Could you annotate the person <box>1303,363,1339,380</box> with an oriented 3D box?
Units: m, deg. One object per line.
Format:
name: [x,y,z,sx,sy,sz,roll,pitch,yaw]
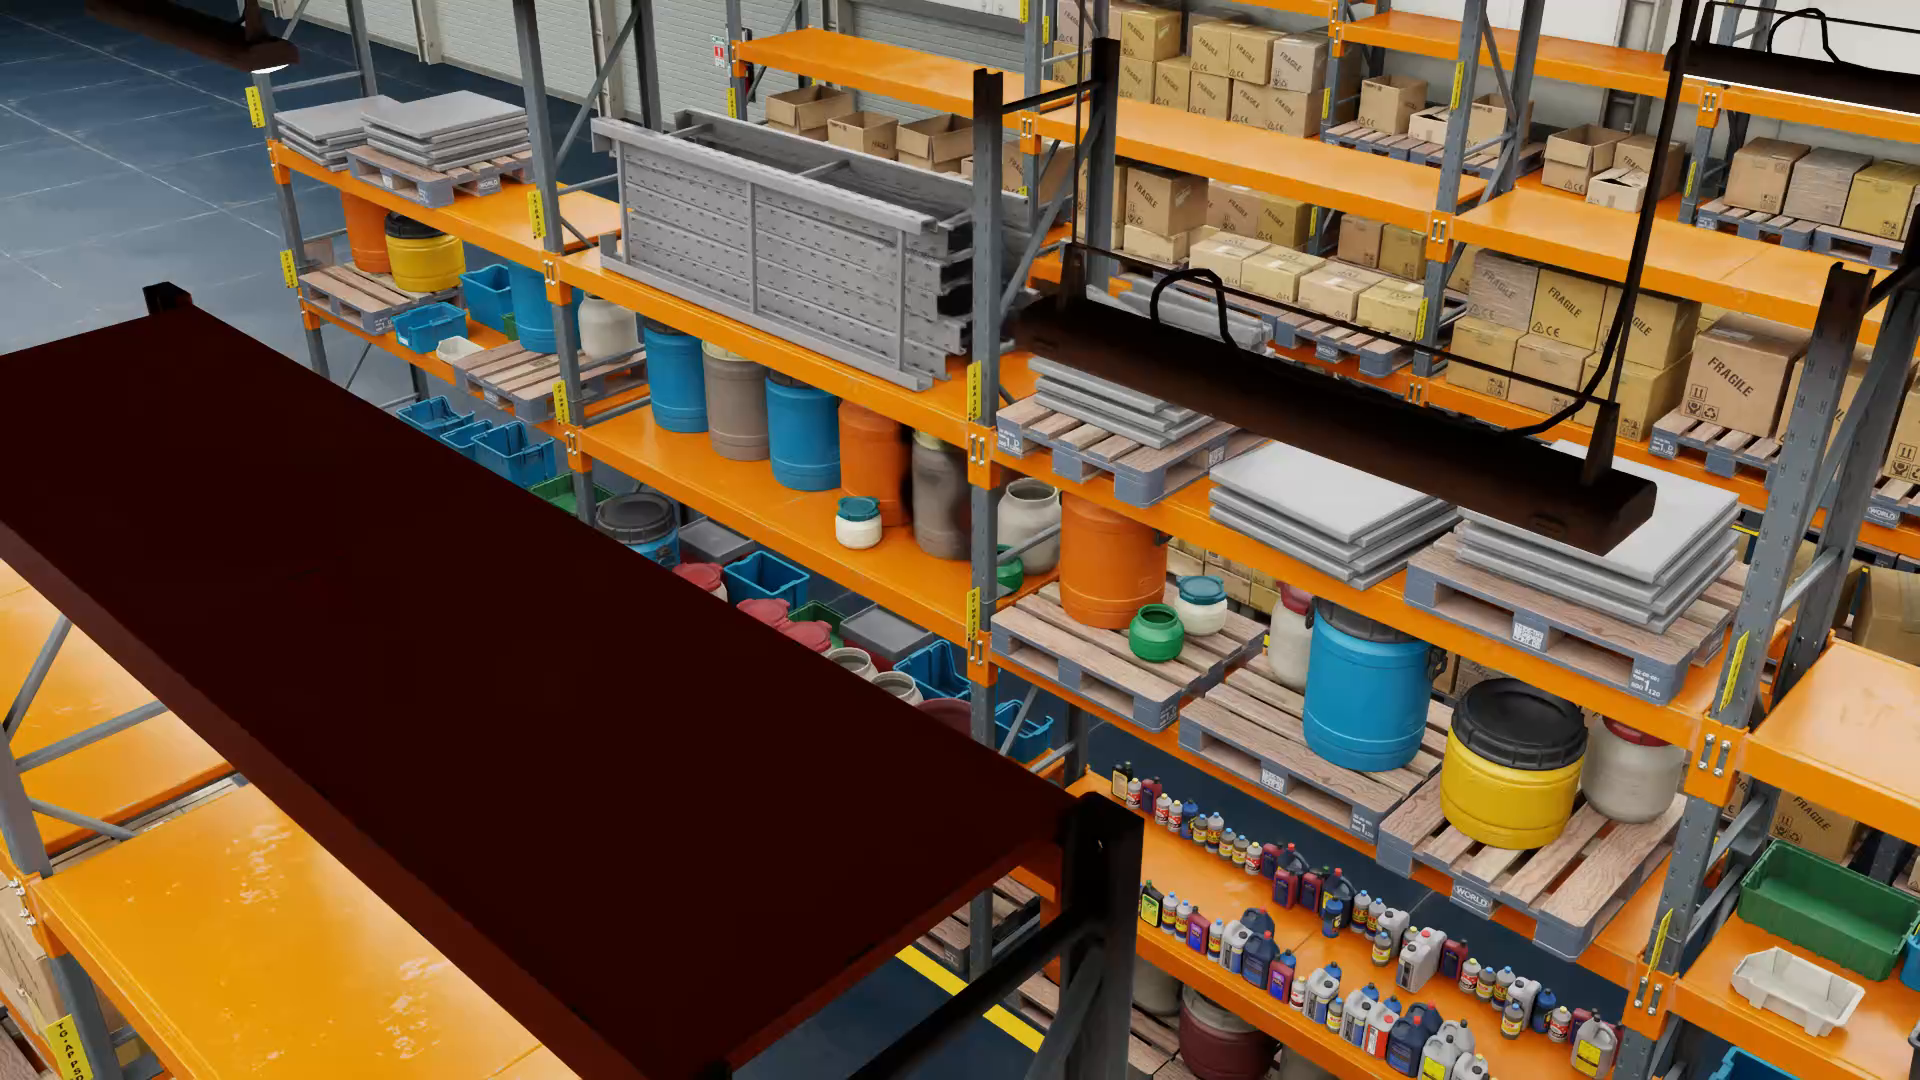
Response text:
person: [3.815,-1.577,17.399,0.674,1.641,0.570,12,31,20]
